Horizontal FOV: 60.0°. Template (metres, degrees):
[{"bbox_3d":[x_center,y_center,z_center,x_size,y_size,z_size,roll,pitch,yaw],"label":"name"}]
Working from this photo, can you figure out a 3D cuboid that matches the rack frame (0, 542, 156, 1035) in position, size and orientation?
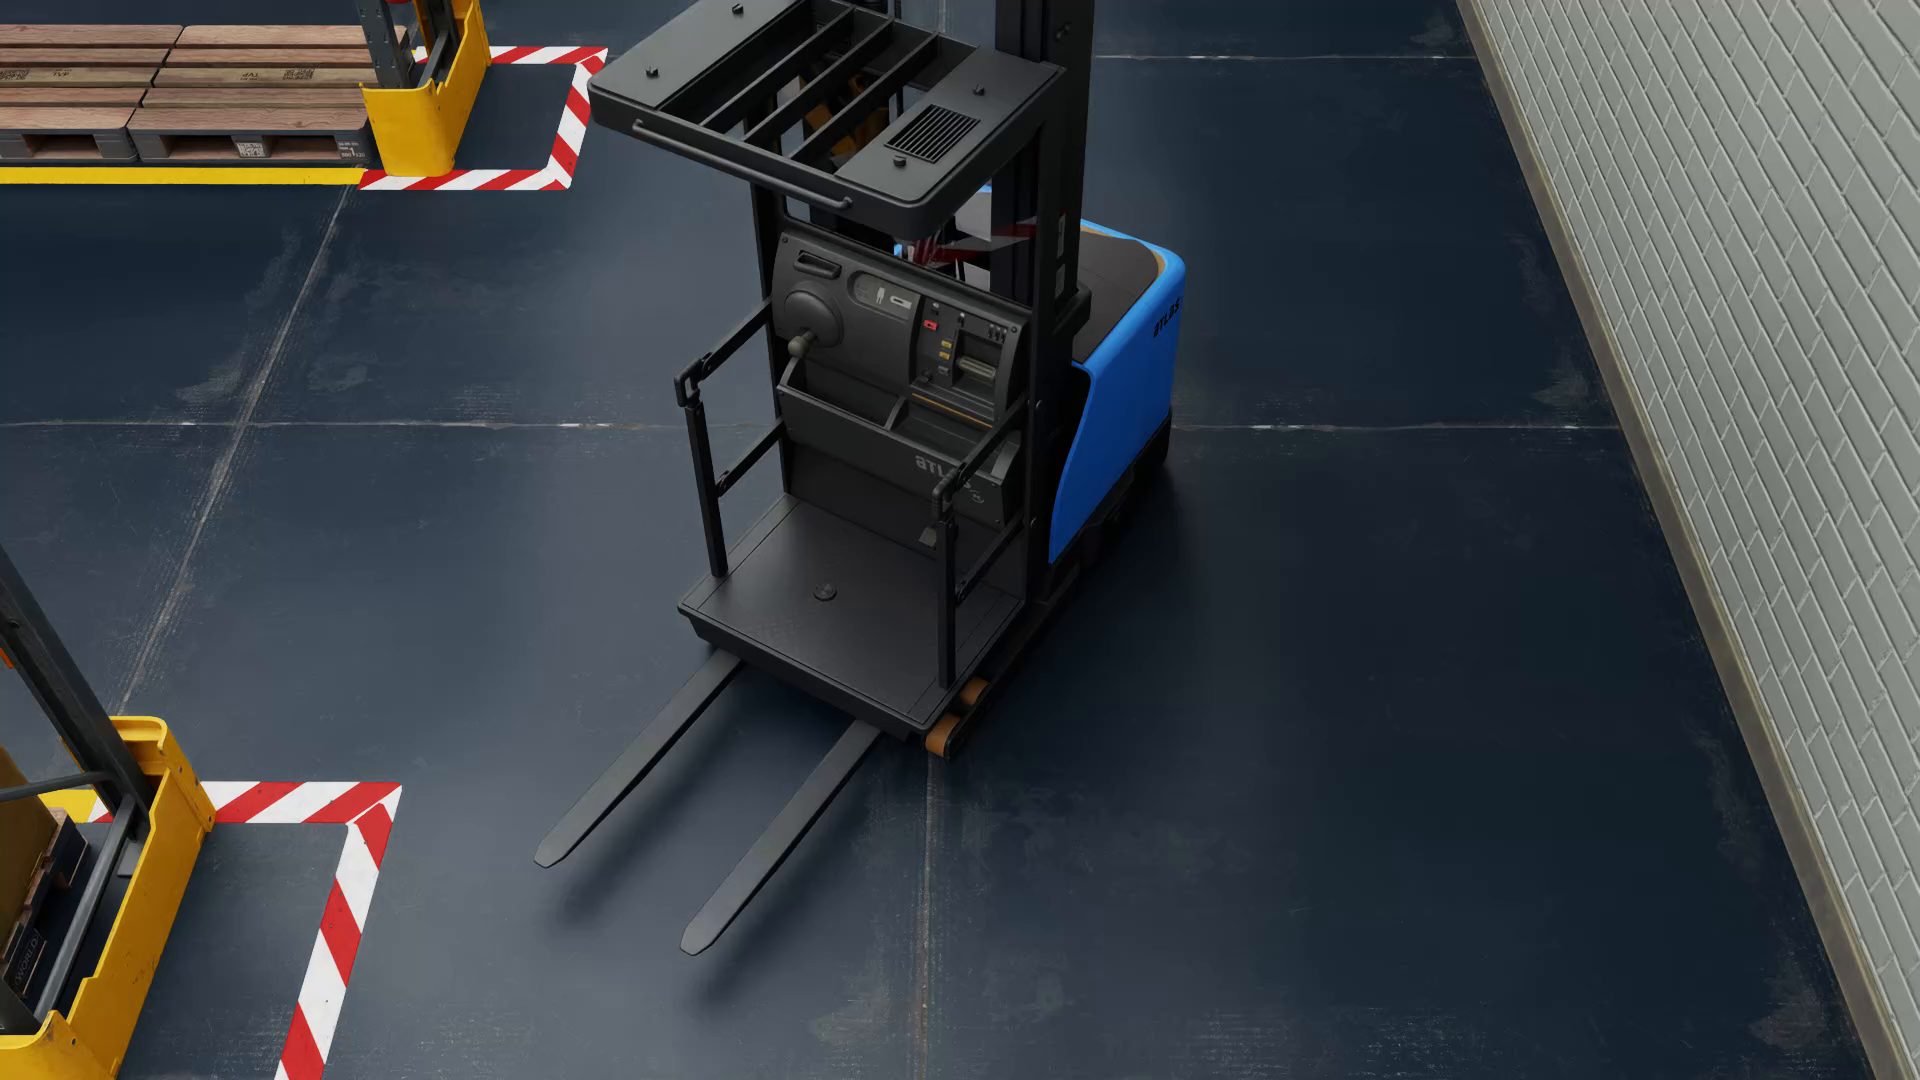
[{"bbox_3d":[-2.813,0.334,4.390,0.127,3.000,1.000,0,47,0],"label":"rack frame"}]

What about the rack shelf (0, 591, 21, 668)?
[{"bbox_3d":[-4.813,0.574,4.658,4.000,0.370,1.077,0,47,0],"label":"rack shelf"}]

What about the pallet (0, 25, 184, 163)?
[{"bbox_3d":[-4.836,-2.378,8.819,1.213,0.211,1.003,0,47,0],"label":"pallet"}]

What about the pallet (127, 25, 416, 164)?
[{"bbox_3d":[-3.619,-2.372,8.814,1.213,0.211,1.003,0,47,0],"label":"pallet"}]

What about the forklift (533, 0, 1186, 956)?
[{"bbox_3d":[-0.328,-0.609,5.315,1.130,2.935,3.031,24,52,21],"label":"forklift"}]

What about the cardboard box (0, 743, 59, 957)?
[{"bbox_3d":[-3.453,0.972,4.961,0.875,0.875,0.875,0,47,0],"label":"cardboard box"}]

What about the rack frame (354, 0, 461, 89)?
[{"bbox_3d":[-2.794,-3.292,7.764,0.127,3.000,1.000,0,47,0],"label":"rack frame"}]

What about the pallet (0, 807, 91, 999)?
[{"bbox_3d":[-3.612,1.339,5.359,1.213,0.211,1.003,0,47,0],"label":"pallet"}]

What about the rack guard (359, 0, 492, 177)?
[{"bbox_3d":[-2.770,-2.449,8.688,0.348,0.500,1.175,0,47,0],"label":"rack guard"}]

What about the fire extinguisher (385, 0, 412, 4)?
[{"bbox_3d":[-2.645,-2.805,7.619,0.183,0.674,0.296,0,47,0],"label":"fire extinguisher"}]

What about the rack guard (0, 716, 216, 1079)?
[{"bbox_3d":[-2.789,1.186,5.305,0.348,0.500,1.175,0,47,0],"label":"rack guard"}]
